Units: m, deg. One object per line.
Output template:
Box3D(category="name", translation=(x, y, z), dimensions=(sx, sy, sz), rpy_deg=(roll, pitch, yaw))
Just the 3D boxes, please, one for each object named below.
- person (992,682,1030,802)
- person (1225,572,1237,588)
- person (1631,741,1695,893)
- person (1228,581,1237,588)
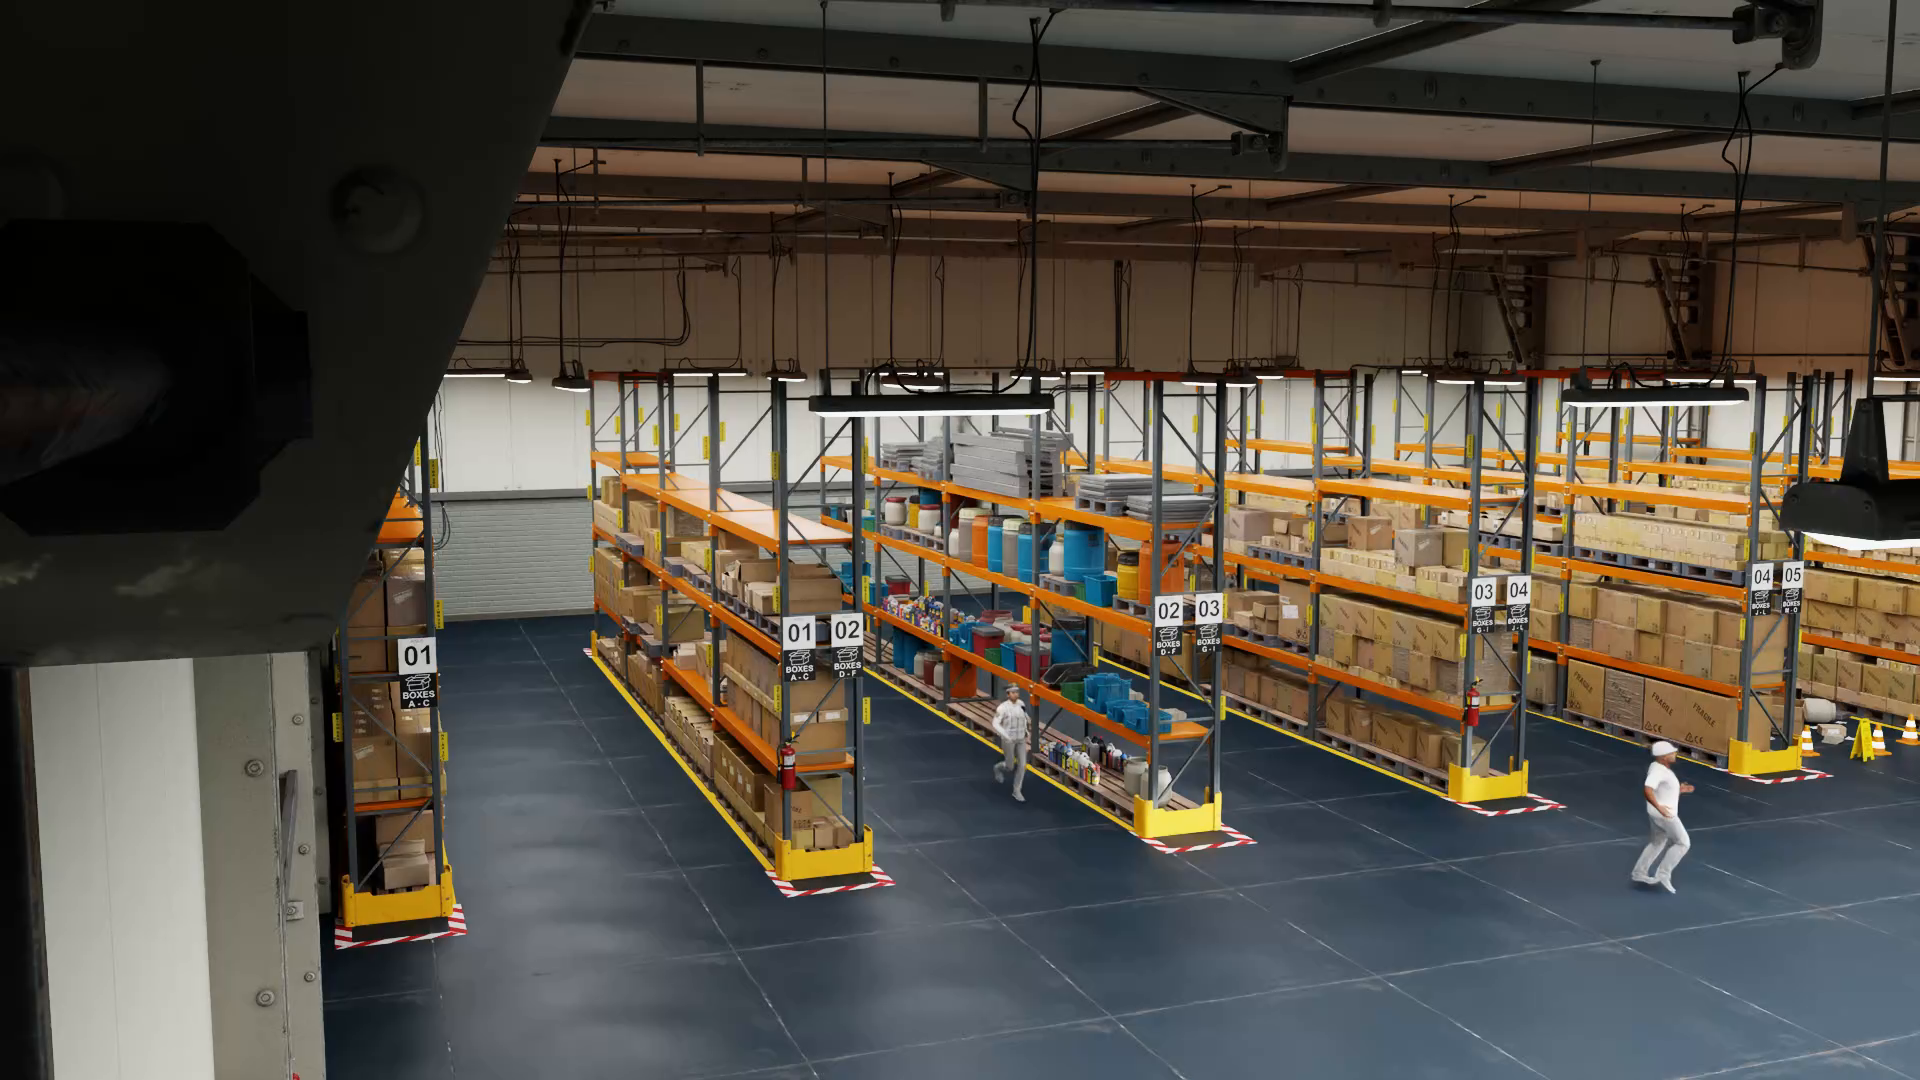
Box3D(category="person", translation=(0.751, 2.856, 23.876), dimensions=(0.617, 1.682, 0.747), rpy_deg=(-3, 7, -25))
Box3D(category="person", translation=(6.847, 0.915, 41.605), dimensions=(0.614, 1.581, 0.690), rpy_deg=(0, 6, 0))
Box3D(category="person", translation=(8.353, 3.271, 19.691), dimensions=(0.688, 1.799, 0.676), rpy_deg=(1, 7, 11))
Box3D(category="person", translation=(5.710, 1.658, 34.341), dimensions=(0.575, 1.668, 0.637), rpy_deg=(-3, 7, -22))
